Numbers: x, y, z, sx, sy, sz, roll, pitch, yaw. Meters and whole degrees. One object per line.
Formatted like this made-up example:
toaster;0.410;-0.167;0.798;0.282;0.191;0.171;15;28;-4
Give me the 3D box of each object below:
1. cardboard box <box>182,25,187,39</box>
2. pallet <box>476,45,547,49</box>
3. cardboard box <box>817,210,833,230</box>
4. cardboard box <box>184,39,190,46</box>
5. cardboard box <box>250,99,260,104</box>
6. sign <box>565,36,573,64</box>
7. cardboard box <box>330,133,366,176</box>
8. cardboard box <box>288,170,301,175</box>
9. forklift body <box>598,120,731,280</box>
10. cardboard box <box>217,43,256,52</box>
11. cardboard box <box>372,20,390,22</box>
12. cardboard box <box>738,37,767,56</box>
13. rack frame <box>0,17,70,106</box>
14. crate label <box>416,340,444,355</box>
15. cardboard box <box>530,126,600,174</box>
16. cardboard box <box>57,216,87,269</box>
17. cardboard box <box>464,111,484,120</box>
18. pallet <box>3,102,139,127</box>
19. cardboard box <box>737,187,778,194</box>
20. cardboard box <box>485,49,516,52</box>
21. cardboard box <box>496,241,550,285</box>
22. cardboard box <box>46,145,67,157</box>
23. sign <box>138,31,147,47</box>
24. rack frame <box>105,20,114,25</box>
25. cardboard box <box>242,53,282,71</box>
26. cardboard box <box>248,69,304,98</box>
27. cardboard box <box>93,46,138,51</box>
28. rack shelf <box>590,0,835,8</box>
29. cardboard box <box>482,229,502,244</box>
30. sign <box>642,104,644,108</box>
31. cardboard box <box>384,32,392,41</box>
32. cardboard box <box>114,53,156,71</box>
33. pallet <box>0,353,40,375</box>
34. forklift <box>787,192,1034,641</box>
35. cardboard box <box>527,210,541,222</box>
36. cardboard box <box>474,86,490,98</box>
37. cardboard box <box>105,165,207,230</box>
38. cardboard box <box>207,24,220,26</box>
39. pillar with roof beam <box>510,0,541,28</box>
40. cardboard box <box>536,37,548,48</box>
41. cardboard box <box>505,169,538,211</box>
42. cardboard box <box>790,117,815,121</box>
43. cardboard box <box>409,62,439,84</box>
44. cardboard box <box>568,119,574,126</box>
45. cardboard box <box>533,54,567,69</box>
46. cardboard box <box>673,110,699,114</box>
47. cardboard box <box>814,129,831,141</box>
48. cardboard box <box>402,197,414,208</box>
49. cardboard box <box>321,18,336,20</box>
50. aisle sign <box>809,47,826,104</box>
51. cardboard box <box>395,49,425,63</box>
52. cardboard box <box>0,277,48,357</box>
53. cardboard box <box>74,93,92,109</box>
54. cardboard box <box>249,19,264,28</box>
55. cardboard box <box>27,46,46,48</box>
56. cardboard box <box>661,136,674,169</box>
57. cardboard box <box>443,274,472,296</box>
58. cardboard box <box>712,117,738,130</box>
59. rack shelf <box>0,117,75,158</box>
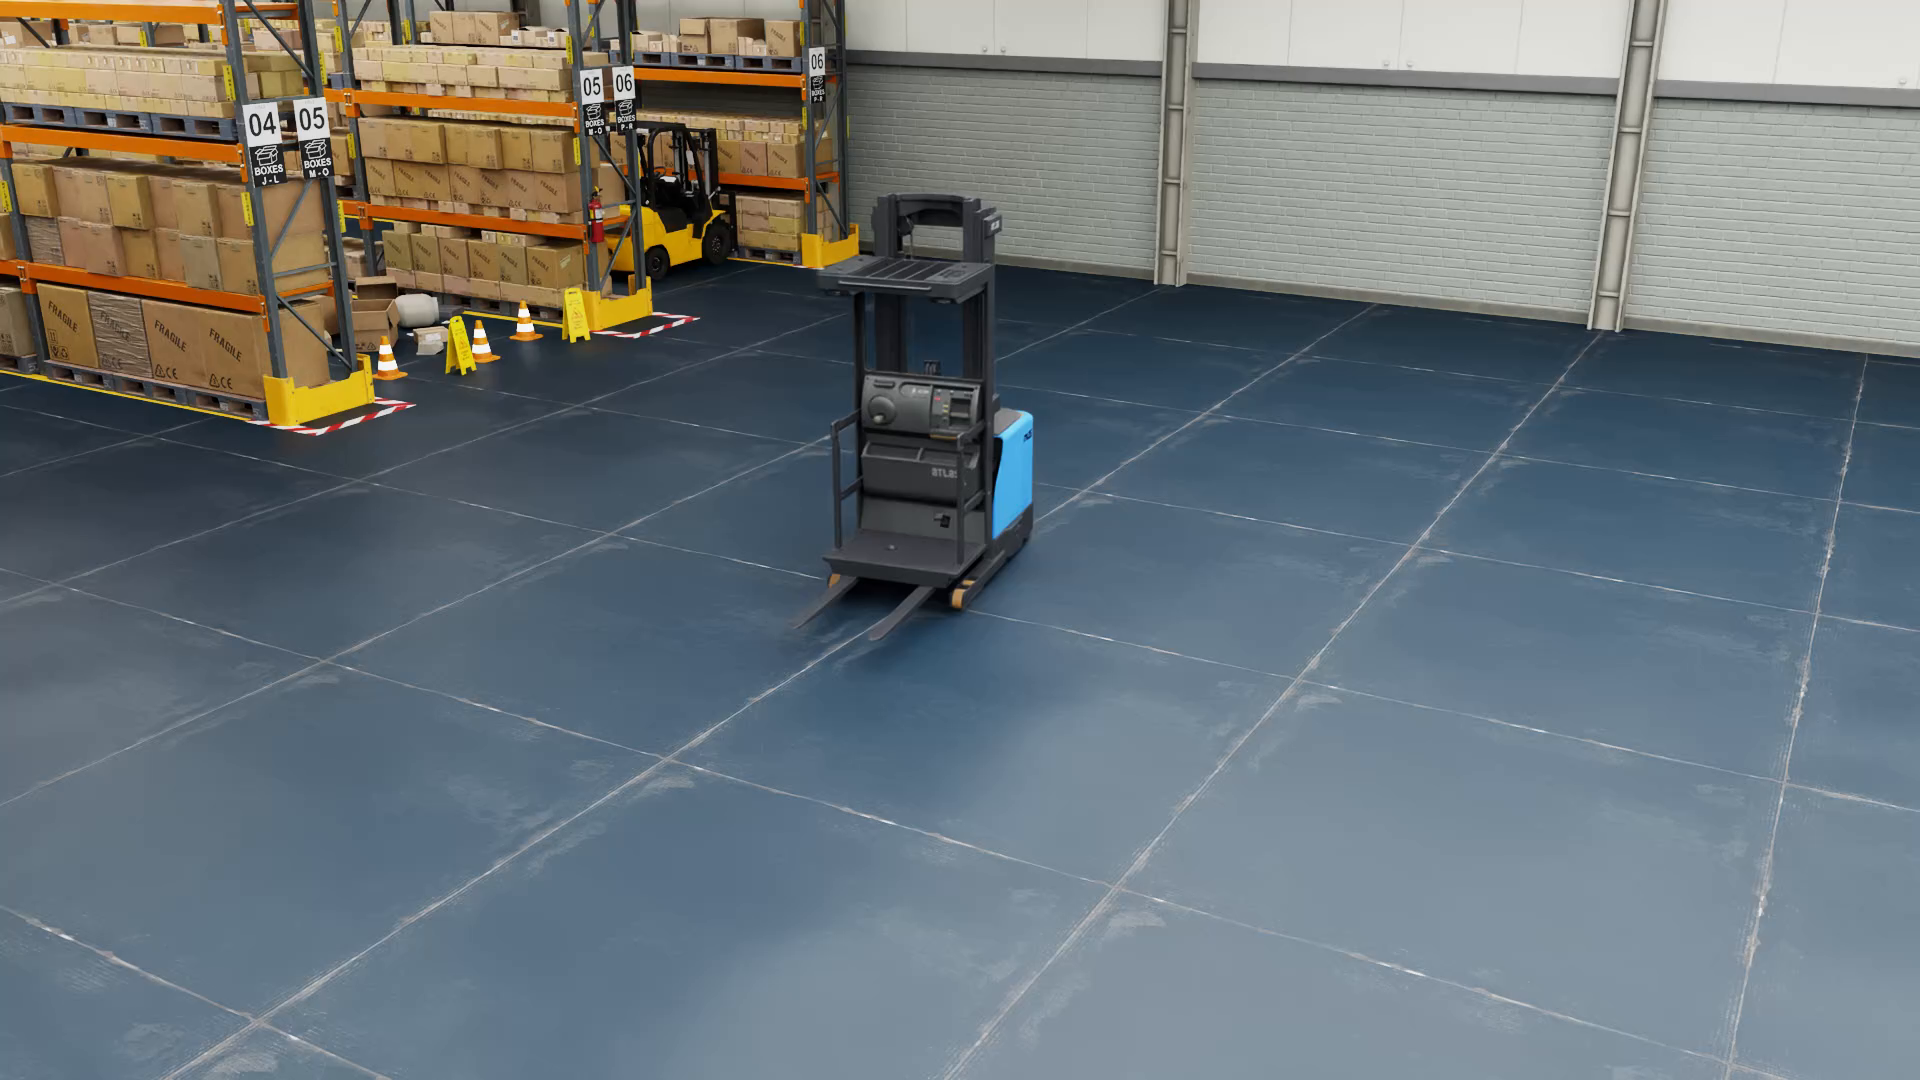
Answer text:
cardboard box;-14.377;-9.482;30.991;0.500;0.250;0.500;10;22;26
pallet;-7.391;-8.124;27.739;1.213;0.211;1.003;12;23;30
cardboard box;-2.330;-5.023;25.997;0.500;0.250;0.500;11;23;28
cardboard box;-14.313;-9.250;30.936;0.250;0.149;0.380;11;23;28
cardboard box;-7.129;-4.505;17.094;0.250;0.149;0.380;11;23;28
sign;-4.726;-5.929;20.115;0.005;0.325;0.100;11;23;27
cardboard box;-8.445;-5.323;22.941;0.500;0.500;0.500;10;22;26
cardboard box;-9.202;-5.135;23.376;0.250;0.149;0.380;11;23;28
forklift body;-4.566;-5.116;24.816;1.214;2.155;2.313;11;23;27
cardboard box;-10.076;-6.809;23.686;0.637;0.503;0.797;11;23;27
cardboard box;-10.086;-9.051;29.217;0.250;0.149;0.380;11;23;27
cardboard box;-3.113;-7.424;24.968;0.258;0.266;0.396;11;23;27
rack frame;-10.256;-6.260;17.925;0.127;3.000;1.000;11;23;27
crate label;-6.403;-2.332;20.093;0.298;0.136;0.250;0;20;-1
cardboard box;-4.990;-4.942;21.040;0.500;0.500;0.700;10;22;26
cardboard box;-9.437;-3.368;18.530;0.550;0.550;0.875;11;23;27
cardboard box;-8.165;-7.166;28.123;0.250;0.149;0.380;11;23;28
pallet;-9.547;-4.669;18.068;1.213;0.211;1.003;11;23;27
cardboard box;-3.217;-5.423;26.365;0.500;0.250;0.500;11;22;27
cardboard box;-5.962;-6.314;21.673;0.250;0.149;0.380;11;23;28
cardboard box;-5.722;-3.664;21.883;0.500;0.500;0.500;12;23;29
cardboard box;-13.771;-6.098;25.763;0.500;0.250;0.500;11;23;28
sign;-11.700;-7.122;23.826;0.005;0.325;0.100;11;23;27
rack frame;-15.989;-11.224;31.611;0.127;3.000;1.000;11;23;27
cardboard box;-7.118;-4.878;16.951;0.250;0.149;0.380;11;23;28
cardboard box;-7.060;-4.655;16.921;0.500;0.250;0.500;11;23;27
cardboard box;-9.123;-5.259;18.003;0.250;0.149;0.380;11;23;28
rack shelf;-3.766;-8.370;25.384;4.000;0.370;1.077;11;23;27
cardboard box;-6.065;-4.011;21.889;0.250;0.149;0.380;12;23;30
sign;-5.243;-7.018;27.428;0.005;0.325;0.100;11;23;27
cardboard box;-9.648;-8.637;28.512;0.250;0.149;0.380;10;22;26
cardboard box;-8.333;-4.852;16.881;0.250;0.149;0.380;10;22;27
pallet;-10.966;-2.235;19.716;1.213;0.211;1.003;11;23;27
forklift;-0.369;-1.007;12.344;1.130;2.935;3.031;7;21;19
cardboard box;-5.357;-4.203;21.422;0.250;0.149;0.380;10;22;26
cardboard box;-5.990;-5.754;21.299;0.250;0.149;0.380;10;22;26
cardboard box;-8.543;-3.673;17.788;0.500;0.550;0.875;11;23;27
cardboard box;-13.502;-9.547;30.438;0.500;0.250;0.500;10;22;26
pillar with roof beam;-9.526;-8.664;24.552;0.400;9.000;9.100;11;23;27
cardboard box;-6.621;-8.037;26.830;0.250;0.149;0.380;11;23;27
cardboard box;-5.481;-4.545;21.412;0.500;0.500;0.500;11;23;27
cardboard box;-2.411;-6.417;25.623;0.250;0.149;0.380;12;23;29
cardboard box;-6.794;-6.085;21.625;0.500;0.250;0.500;11;23;28
cardboard box;-6.153;-6.788;27.083;0.250;0.149;0.380;10;22;27
cardboard box;-5.084;-5.954;20.681;0.250;0.149;0.380;11;23;28
cardboard box;-4.401;-6.820;26.733;0.250;0.149;0.380;10;22;26
cardboard box;-2.190;-6.229;25.540;0.250;0.149;0.380;10;22;26
cardboard box;-7.319;-4.602;22.522;0.250;0.149;0.380;11;23;27
cardboard box;-11.280;-9.227;29.675;0.250;0.149;0.380;10;22;26
aisle sign;-2.106;-6.867;24.584;0.004;0.787;0.394;11;23;27
cardboard box;-7.130;-6.315;21.674;0.250;0.149;0.380;11;22;27
cardboard box;-10.842;-2.656;19.471;0.750;0.750;1.050;11;23;27
cardboard box;-8.991;-4.603;17.363;0.250;0.149;0.380;11;23;27
cardboard box;-12.450;-9.235;29.695;0.250;0.149;0.380;12;23;29
cardboard box;-13.980;-7.443;25.314;0.250;0.166;0.380;9;22;24
cardboard box;-4.347;-6.138;26.241;0.500;0.500;0.500;11;22;27
cardboard box;-6.611;-3.483;22.486;0.500;0.250;0.500;10;22;27
cardboard box;-3.599;-6.414;25.615;0.250;0.149;0.380;11;23;28
rack shelf;-12.002;-4.844;19.477;4.000;0.370;1.077;11;23;27
